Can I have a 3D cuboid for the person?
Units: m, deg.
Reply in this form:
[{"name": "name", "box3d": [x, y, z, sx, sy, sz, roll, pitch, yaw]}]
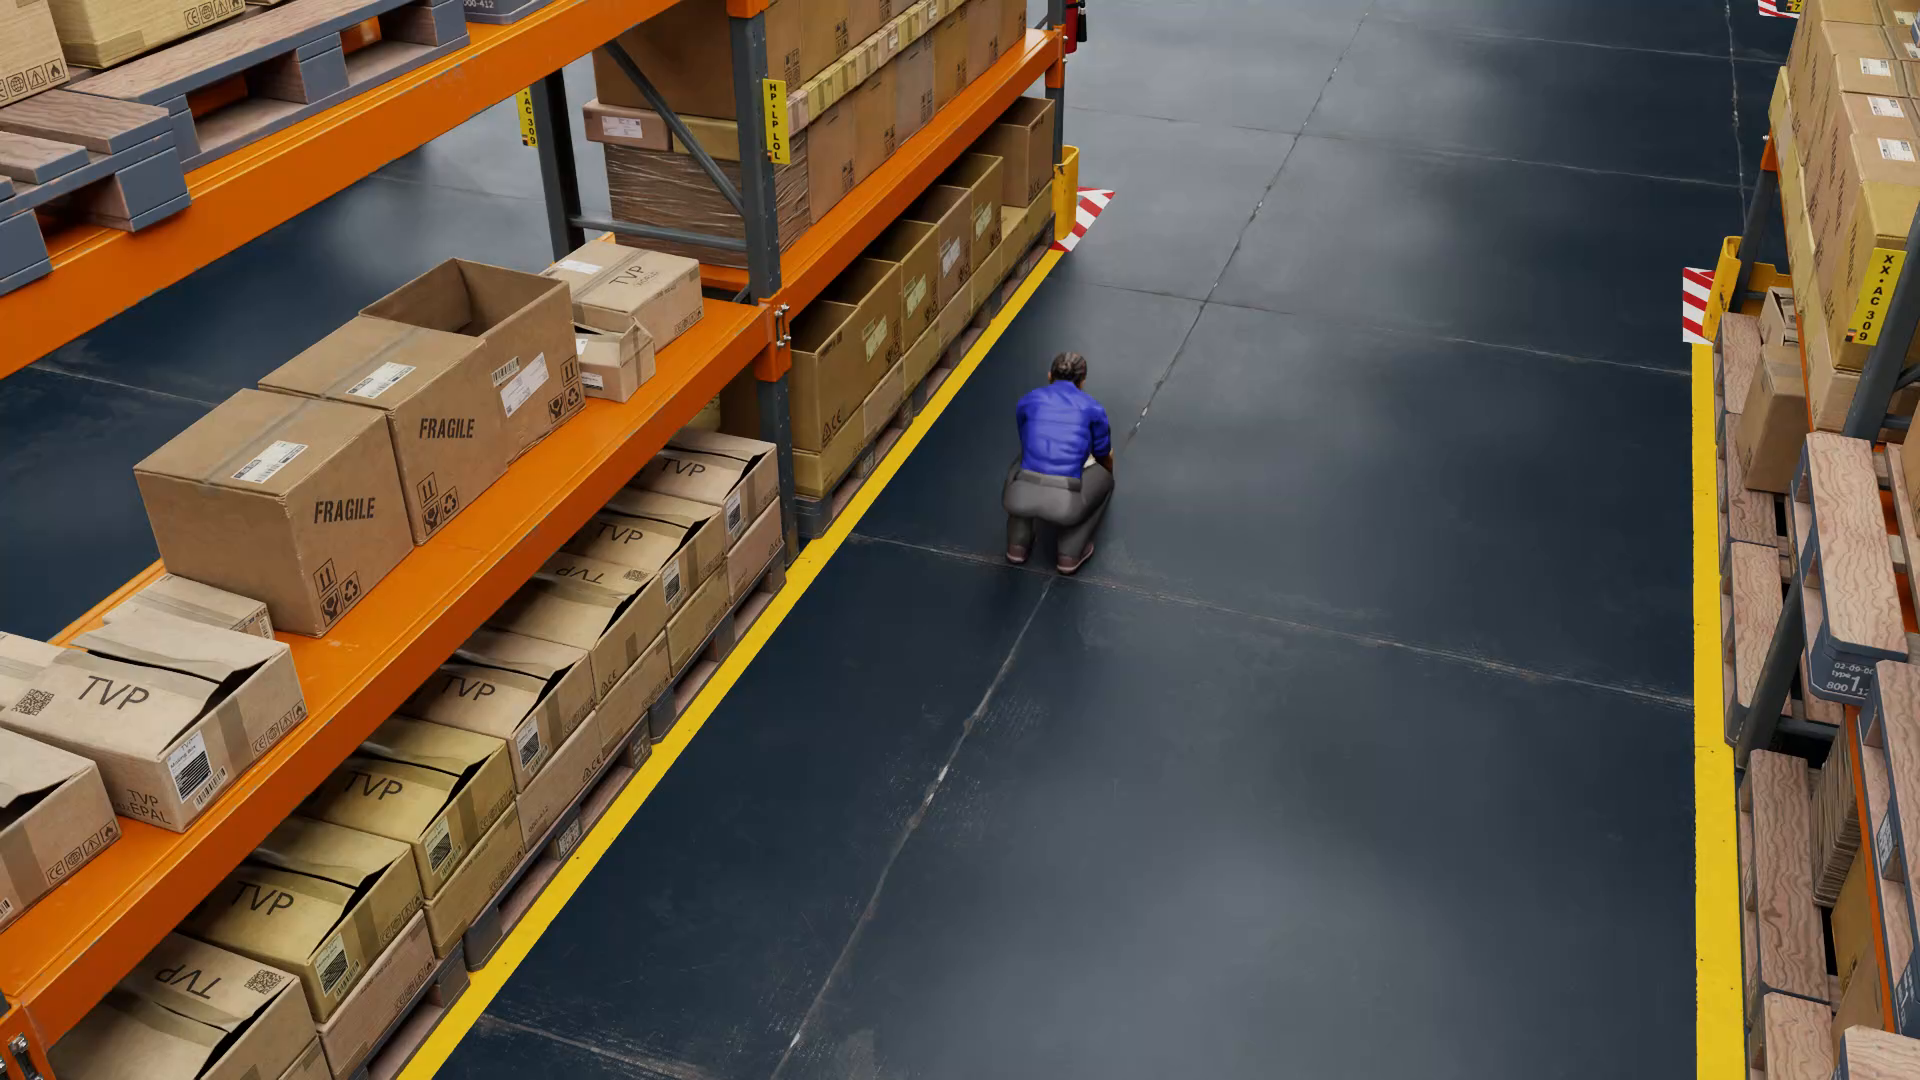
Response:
[{"name": "person", "box3d": [0.444, -0.339, 7.454, 0.480, 0.810, 0.812, 11, 35, 17]}]
